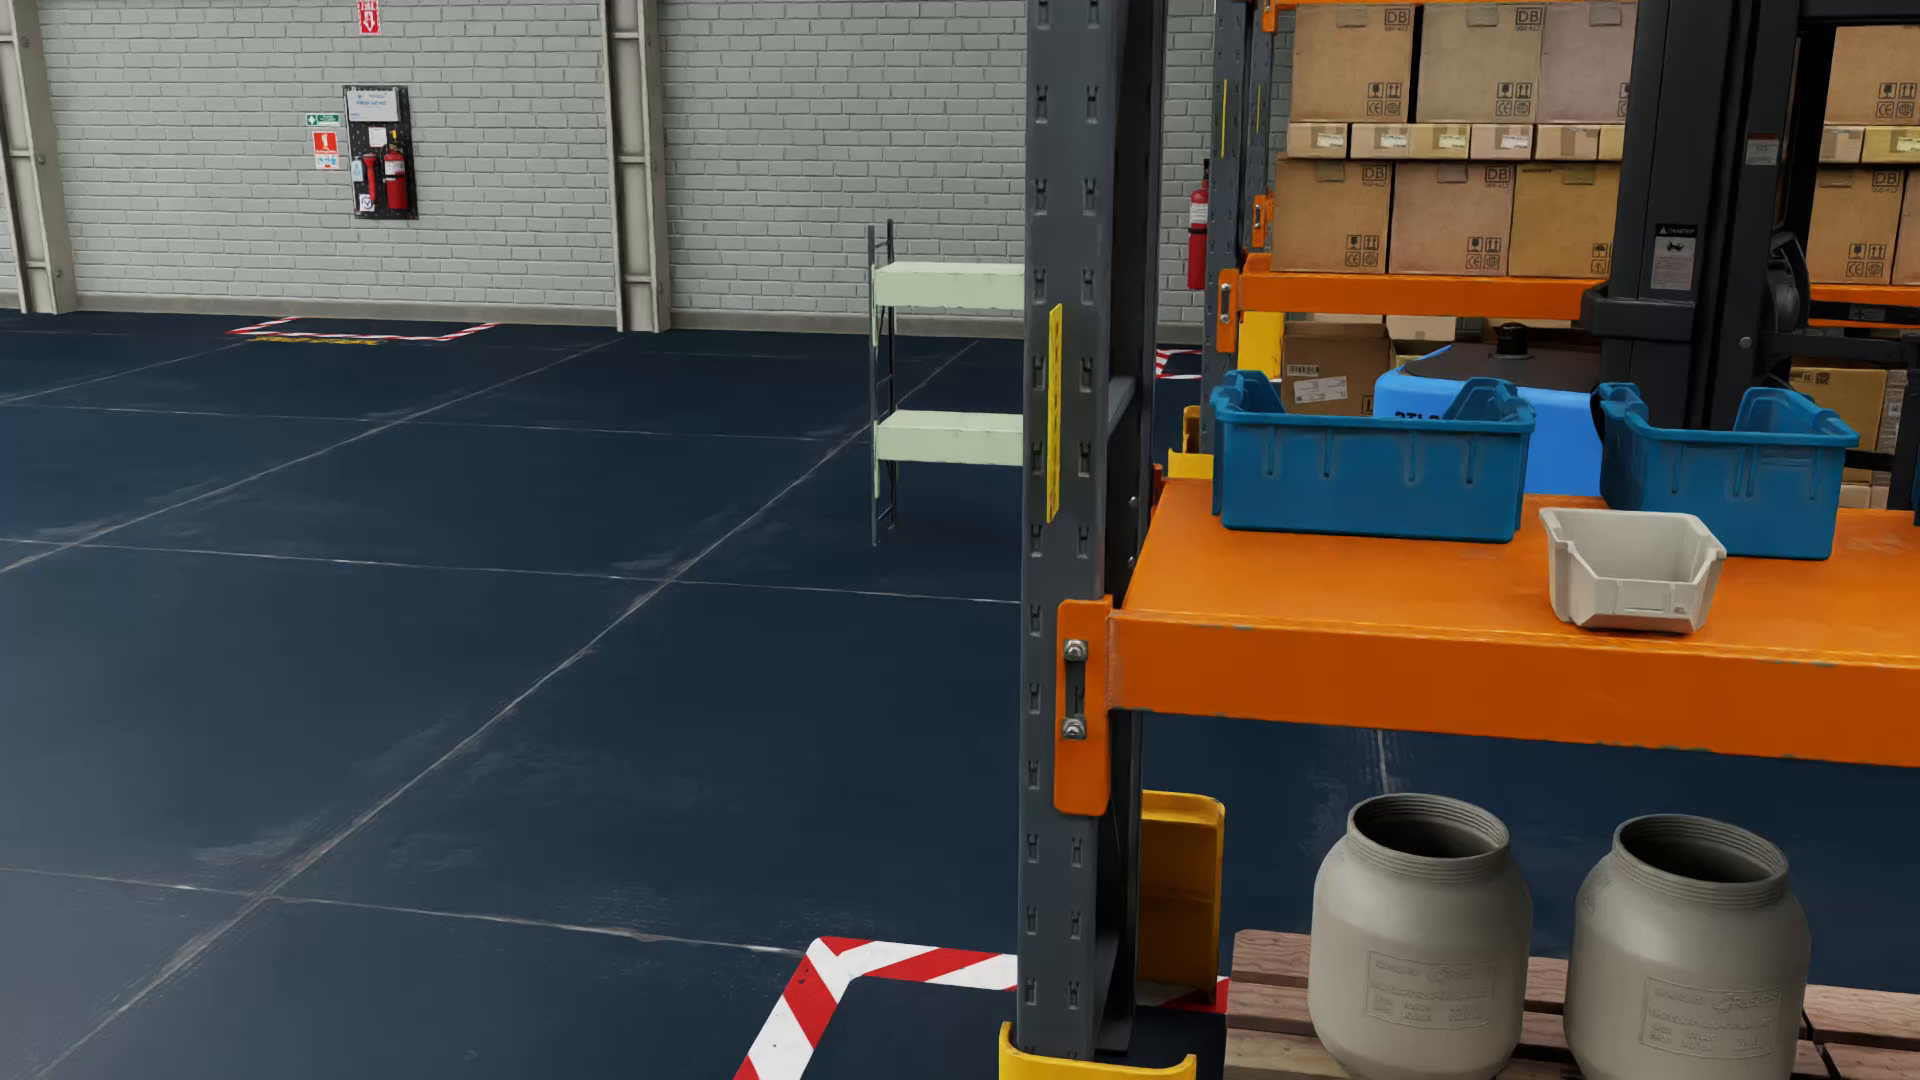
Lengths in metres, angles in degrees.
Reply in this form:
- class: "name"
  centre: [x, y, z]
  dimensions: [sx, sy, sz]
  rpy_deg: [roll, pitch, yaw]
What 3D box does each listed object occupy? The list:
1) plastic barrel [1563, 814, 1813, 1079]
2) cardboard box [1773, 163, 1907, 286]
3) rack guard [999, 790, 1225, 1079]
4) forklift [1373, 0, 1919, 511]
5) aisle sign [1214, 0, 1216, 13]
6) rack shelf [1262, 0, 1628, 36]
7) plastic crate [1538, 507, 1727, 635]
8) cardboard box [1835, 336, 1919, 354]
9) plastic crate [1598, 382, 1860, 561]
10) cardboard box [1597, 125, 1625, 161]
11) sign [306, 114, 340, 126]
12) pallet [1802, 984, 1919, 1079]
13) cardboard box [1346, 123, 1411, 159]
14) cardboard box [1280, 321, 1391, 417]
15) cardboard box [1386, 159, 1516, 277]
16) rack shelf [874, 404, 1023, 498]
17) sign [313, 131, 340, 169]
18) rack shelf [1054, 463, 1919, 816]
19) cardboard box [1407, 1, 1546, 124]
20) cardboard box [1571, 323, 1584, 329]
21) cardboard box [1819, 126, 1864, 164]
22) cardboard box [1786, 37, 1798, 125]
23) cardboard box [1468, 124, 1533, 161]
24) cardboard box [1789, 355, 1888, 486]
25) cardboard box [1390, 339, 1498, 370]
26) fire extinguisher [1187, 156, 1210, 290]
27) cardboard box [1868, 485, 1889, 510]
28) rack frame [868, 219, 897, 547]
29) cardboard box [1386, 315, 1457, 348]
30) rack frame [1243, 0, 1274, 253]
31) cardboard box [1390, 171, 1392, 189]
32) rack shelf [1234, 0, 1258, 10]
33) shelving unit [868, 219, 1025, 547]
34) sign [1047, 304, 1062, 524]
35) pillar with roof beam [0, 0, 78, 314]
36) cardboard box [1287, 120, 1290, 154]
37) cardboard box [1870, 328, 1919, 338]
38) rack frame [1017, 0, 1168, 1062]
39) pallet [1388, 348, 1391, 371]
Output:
- class: "plastic barrel"
  centre: [1.410, 0.834, 3.237]
  dimensions: [0.421, 0.512, 0.421]
  rpy_deg: [0, 15, 0]
- class: "cardboard box"
  centre: [3.724, -1.412, 7.282]
  dimensions: [0.500, 0.500, 0.700]
  rpy_deg: [3, 16, 12]
- class: "rack guard"
  centre: [0.343, 0.992, 3.475]
  dimensions: [0.348, 0.500, 1.175]
  rpy_deg: [3, 16, 11]
- class: "forklift"
  centre: [3.060, -0.891, 5.718]
  dimensions: [3.031, 2.935, 1.130]
  rpy_deg: [10, 18, 31]
- class: "aisle sign"
  centre: [1.124, -2.676, 7.165]
  dimensions: [0.004, 0.787, 0.394]
  rpy_deg: [3, 16, 11]
- class: "rack shelf"
  centre: [4.193, -3.789, 11.779]
  dimensions: [4.000, 0.370, 1.077]
  rpy_deg: [3, 16, 11]
- class: "plastic crate"
  centre: [1.072, 0.054, 2.671]
  dimensions: [0.250, 0.136, 0.298]
  rpy_deg: [3, 16, 11]
- class: "cardboard box"
  centre: [4.286, -0.657, 7.705]
  dimensions: [0.500, 0.500, 0.500]
  rpy_deg: [3, 16, 11]
- class: "plastic crate"
  centre: [1.444, -0.149, 3.188]
  dimensions: [0.408, 0.251, 0.499]
  rpy_deg: [3, 16, 11]
- class: "cardboard box"
  centre: [2.854, -1.716, 7.165]
  dimensions: [0.250, 0.149, 0.380]
  rpy_deg: [3, 16, 10]
- class: "sign"
  centre: [-5.721, -3.772, 14.932]
  dimensions: [0.331, 0.109, 0.001]
  rpy_deg: [3, 16, 11]
- class: "pallet"
  centre: [2.330, 1.241, 3.116]
  dimensions: [1.213, 0.211, 1.003]
  rpy_deg: [3, 16, 11]
- class: "cardboard box"
  centre: [1.851, -1.770, 7.362]
  dimensions: [0.250, 0.149, 0.380]
  rpy_deg: [3, 16, 10]
- class: "cardboard box"
  centre: [1.835, -0.788, 8.178]
  dimensions: [0.500, 0.500, 0.500]
  rpy_deg: [3, 16, 11]
- class: "cardboard box"
  centre: [2.220, -1.494, 7.577]
  dimensions: [0.500, 0.500, 0.700]
  rpy_deg: [4, 16, 13]
- class: "rack shelf"
  centre: [-0.007, -0.409, 7.880]
  dimensions: [0.720, 0.370, 0.431]
  rpy_deg: [3, 16, 11]
- class: "sign"
  centre: [-5.723, -3.520, 15.012]
  dimensions: [0.234, 0.329, 0.001]
  rpy_deg: [3, 16, 11]
- class: "rack shelf"
  centre: [2.219, 0.248, 2.824]
  dimensions: [4.000, 0.370, 1.077]
  rpy_deg: [3, 16, 11]
- class: "cardboard box"
  centre: [2.273, -2.116, 7.395]
  dimensions: [0.500, 0.500, 0.700]
  rpy_deg: [3, 16, 10]
- class: "cardboard box"
  centre: [4.590, -1.512, 12.347]
  dimensions: [0.250, 0.149, 0.380]
  rpy_deg: [2, 16, 7]
- class: "cardboard box"
  centre: [3.616, -1.675, 7.016]
  dimensions: [0.250, 0.149, 0.380]
  rpy_deg: [4, 16, 13]
- class: "cardboard box"
  centre: [3.258, -2.063, 7.202]
  dimensions: [0.500, 0.500, 0.700]
  rpy_deg: [3, 16, 11]
- class: "cardboard box"
  centre: [2.342, -1.743, 7.262]
  dimensions: [0.250, 0.149, 0.380]
  rpy_deg: [3, 16, 10]
- class: "cardboard box"
  centre: [3.693, -0.549, 7.314]
  dimensions: [0.500, 0.500, 0.500]
  rpy_deg: [3, 16, 11]
- class: "cardboard box"
  centre: [2.221, -0.626, 7.592]
  dimensions: [0.500, 0.500, 0.500]
  rpy_deg: [3, 16, 11]
- class: "fire extinguisher"
  centre: [1.226, -1.591, 8.261]
  dimensions: [0.183, 0.674, 0.296]
  rpy_deg: [3, 16, 11]
- class: "cardboard box"
  centre: [4.184, -0.161, 7.320]
  dimensions: [0.500, 0.250, 0.500]
  rpy_deg: [3, 16, 11]
- class: "rack frame"
  centre: [-0.365, -0.743, 7.863]
  dimensions: [0.023, 1.500, 0.400]
  rpy_deg: [3, 16, 11]
- class: "cardboard box"
  centre: [3.452, -1.622, 12.441]
  dimensions: [0.500, 0.311, 0.500]
  rpy_deg: [4, 16, 16]
- class: "rack frame"
  centre: [2.233, -2.796, 12.468]
  dimensions: [0.127, 3.000, 1.000]
  rpy_deg: [3, 16, 11]
- class: "cardboard box"
  centre: [3.160, -2.601, 12.005]
  dimensions: [0.500, 0.250, 0.500]
  rpy_deg: [3, 16, 9]
- class: "rack shelf"
  centre: [3.210, -2.493, 7.100]
  dimensions: [4.000, 0.370, 1.077]
  rpy_deg: [3, 16, 11]
- class: "shelving unit"
  centre: [-0.007, -0.723, 7.793]
  dimensions: [0.755, 1.500, 0.431]
  rpy_deg: [3, 16, 11]
- class: "sign"
  centre: [0.145, -0.194, 2.556]
  dimensions: [0.005, 0.325, 0.100]
  rpy_deg: [3, 16, 11]
- class: "pillar with roof beam"
  centre: [-9.526, -5.389, 10.588]
  dimensions: [0.400, 9.000, 9.100]
  rpy_deg: [3, 16, 11]
- class: "cardboard box"
  centre: [1.662, -1.891, 7.795]
  dimensions: [0.250, 0.149, 0.380]
  rpy_deg: [3, 16, 10]
- class: "cardboard box"
  centre: [6.878, -1.556, 11.849]
  dimensions: [0.500, 0.500, 0.700]
  rpy_deg: [4, 16, 13]
- class: "rack frame"
  centre: [0.259, -0.205, 3.112]
  dimensions: [0.127, 3.000, 1.000]
  rpy_deg: [3, 16, 11]
- class: "pallet"
  centre: [3.097, -1.396, 12.636]
  dimensions: [1.213, 0.211, 1.003]
  rpy_deg: [3, 16, 11]
